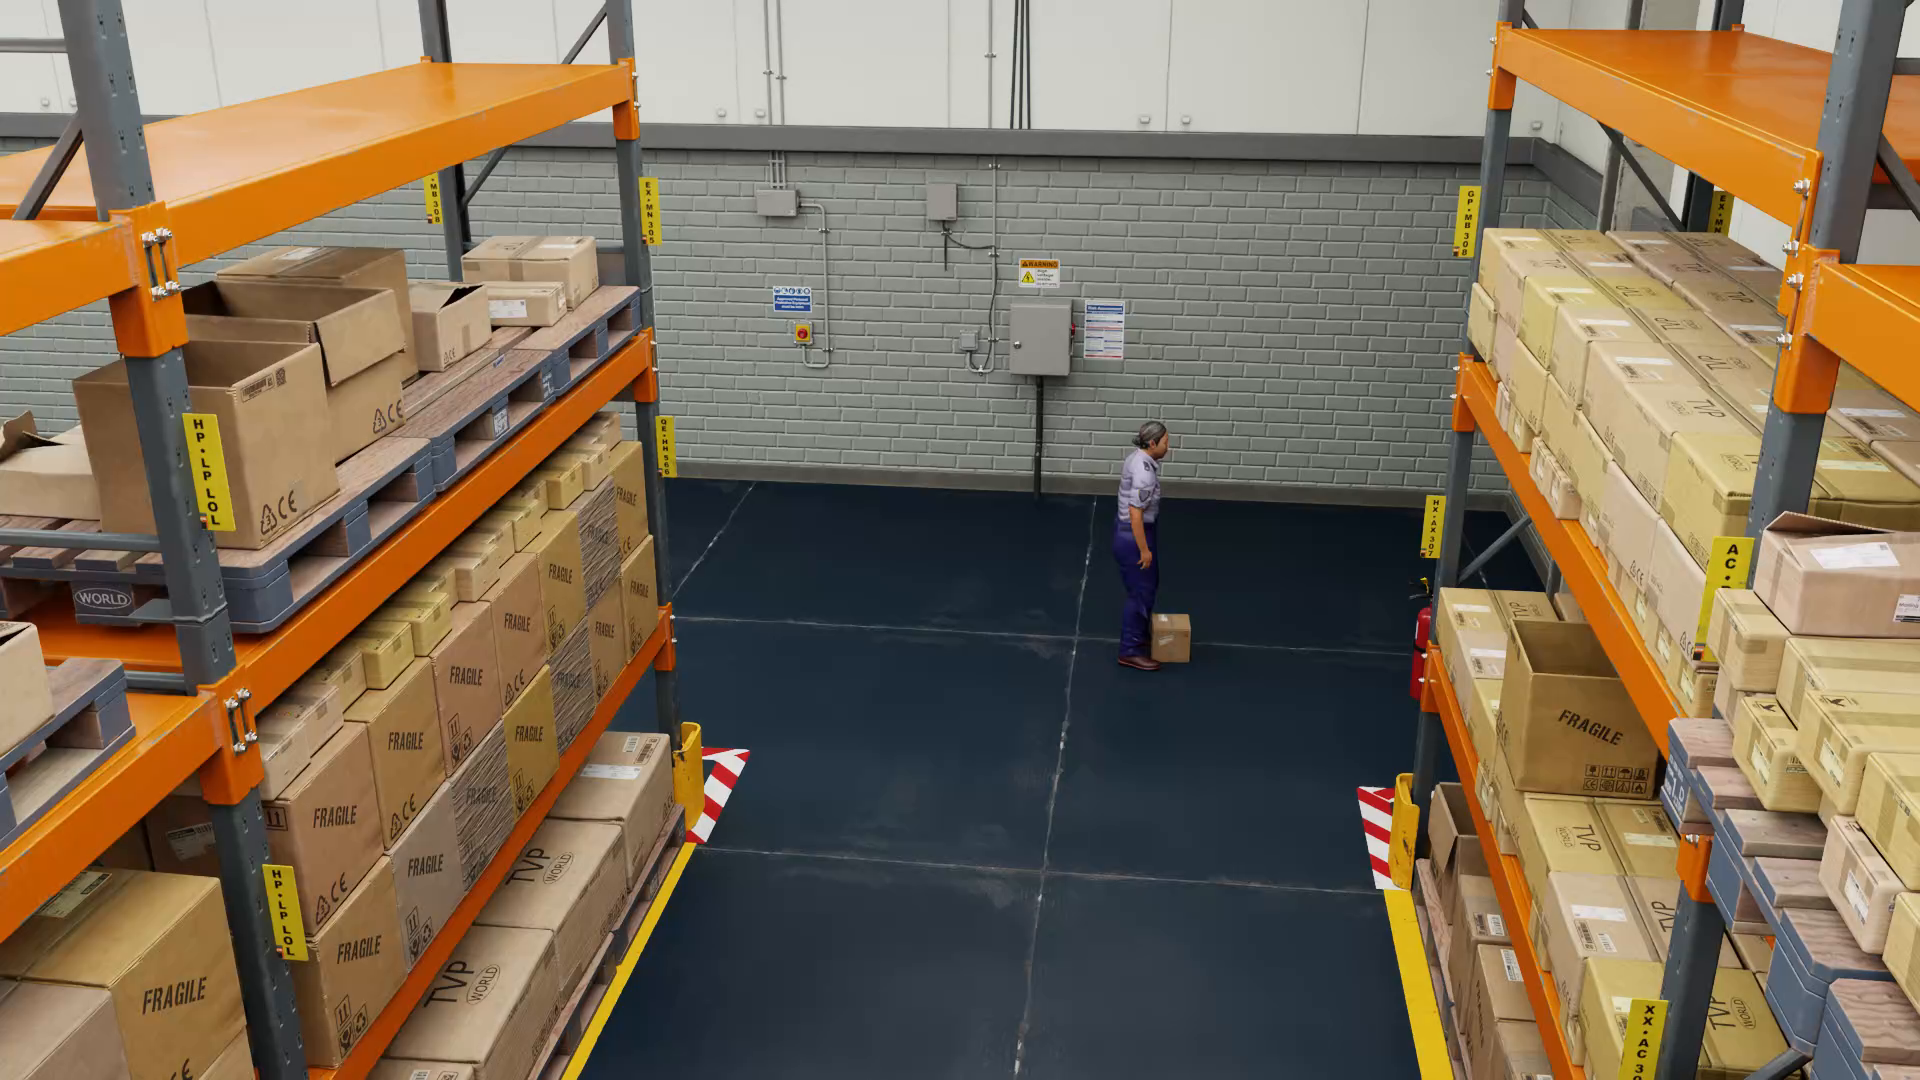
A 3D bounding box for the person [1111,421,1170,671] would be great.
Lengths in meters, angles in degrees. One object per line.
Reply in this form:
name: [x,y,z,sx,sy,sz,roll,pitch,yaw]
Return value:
person: [1.220,0.010,11.069,0.425,1.651,0.557,1,21,3]
